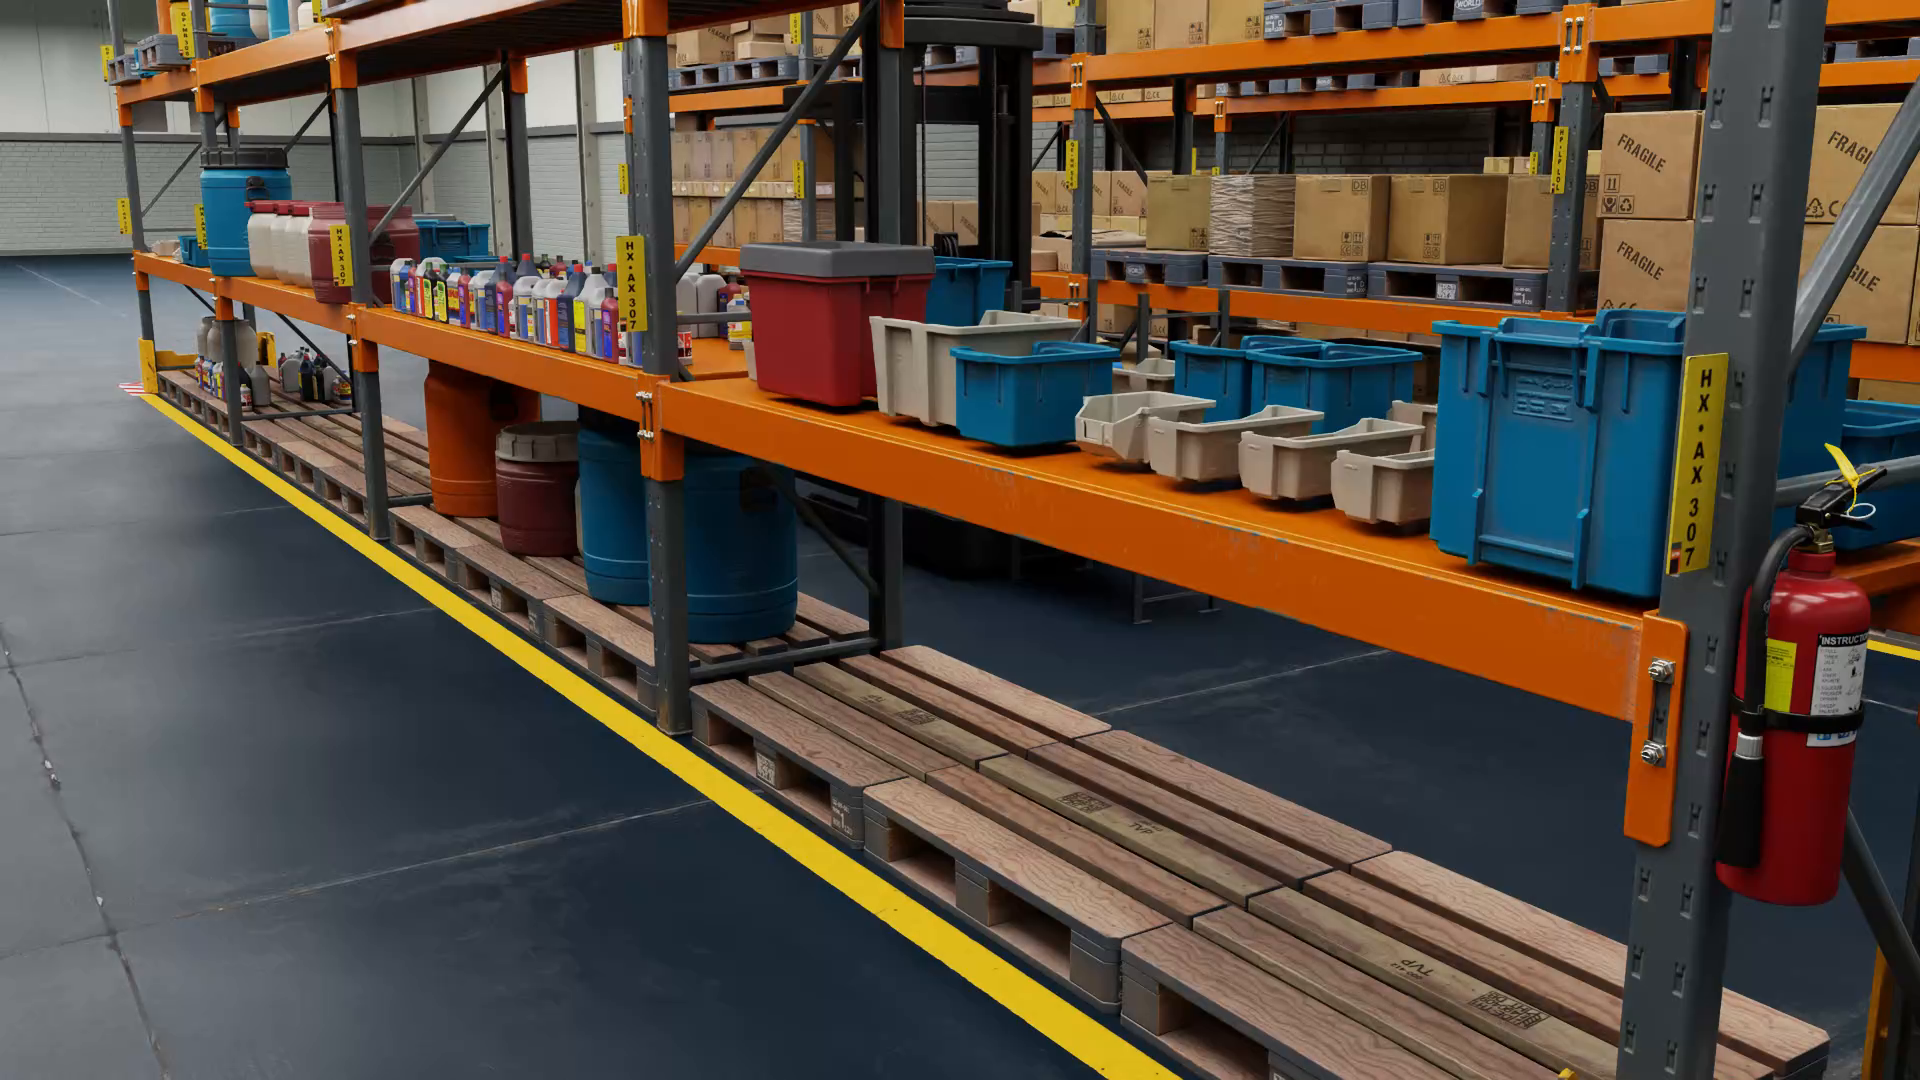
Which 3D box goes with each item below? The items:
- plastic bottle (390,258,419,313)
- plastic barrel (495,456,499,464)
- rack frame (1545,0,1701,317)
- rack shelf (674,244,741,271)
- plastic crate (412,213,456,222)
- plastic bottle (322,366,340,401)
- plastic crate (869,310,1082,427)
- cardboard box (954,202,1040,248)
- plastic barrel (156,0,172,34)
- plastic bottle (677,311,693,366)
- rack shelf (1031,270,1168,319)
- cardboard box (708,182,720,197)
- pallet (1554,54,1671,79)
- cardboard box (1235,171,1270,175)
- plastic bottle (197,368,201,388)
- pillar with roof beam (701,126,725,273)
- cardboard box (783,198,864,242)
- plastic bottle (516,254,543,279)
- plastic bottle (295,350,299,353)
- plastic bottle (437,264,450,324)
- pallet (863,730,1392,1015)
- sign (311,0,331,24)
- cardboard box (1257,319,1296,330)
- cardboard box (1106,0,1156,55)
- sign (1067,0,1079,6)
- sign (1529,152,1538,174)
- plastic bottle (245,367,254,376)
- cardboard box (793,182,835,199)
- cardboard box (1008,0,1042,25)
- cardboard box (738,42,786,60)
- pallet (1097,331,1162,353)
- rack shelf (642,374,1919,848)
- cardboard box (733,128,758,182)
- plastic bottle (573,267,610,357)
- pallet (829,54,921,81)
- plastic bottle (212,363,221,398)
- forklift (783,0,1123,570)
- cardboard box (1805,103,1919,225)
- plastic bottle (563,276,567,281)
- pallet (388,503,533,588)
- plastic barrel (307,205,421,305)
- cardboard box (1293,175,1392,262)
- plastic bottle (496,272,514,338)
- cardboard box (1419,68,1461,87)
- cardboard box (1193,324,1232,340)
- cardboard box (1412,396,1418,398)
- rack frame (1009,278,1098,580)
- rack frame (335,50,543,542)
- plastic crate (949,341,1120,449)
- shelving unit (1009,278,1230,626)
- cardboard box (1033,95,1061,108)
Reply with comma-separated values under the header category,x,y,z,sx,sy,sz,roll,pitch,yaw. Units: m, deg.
category,x,y,z,sx,sy,sz,roll,pitch,yaw
plastic bottle,-2.917,-1.347,8.792,0.152,0.276,0.135,-8,15,-33
plastic barrel,-2.215,-0.338,8.727,0.421,0.512,0.421,0,12,0
rack frame,3.454,-1.397,8.730,1.000,3.000,0.127,-8,15,-33
rack shelf,-2.086,-2.824,16.940,1.077,0.370,4.000,-8,15,-33
plastic crate,-3.528,-1.878,10.778,0.402,0.464,0.583,-8,15,-33
plastic bottle,-5.117,-1.282,13.547,0.152,0.276,0.135,-7,14,-31
plastic crate,0.021,-0.490,4.717,0.437,0.282,0.530,-8,15,-33
cardboard box,0.295,-2.454,13.328,0.500,0.500,0.500,-9,15,-36
plastic barrel,-6.945,-4.755,15.074,0.600,0.830,0.708,-8,15,-33
plastic bottle,-1.065,-0.765,6.302,0.097,0.201,0.097,0,12,0
rack shelf,0.130,-2.113,13.687,1.077,0.370,4.000,-8,15,-33
cardboard box,-2.305,-3.528,16.723,0.380,0.149,0.250,-8,15,-32
pallet,5.761,-3.961,13.872,1.213,0.211,1.003,-7,14,-30
cardboard box,3.057,-3.818,18.350,0.500,0.500,0.500,-9,15,-34
plastic bottle,-6.518,-1.416,14.336,0.097,0.201,0.097,0,12,0
pillar with roof beam,-8.197,-8.652,27.861,9.100,9.000,0.400,-8,15,-33
cardboard box,-1.229,-2.947,15.583,0.700,0.500,0.500,-9,15,-34
plastic bottle,-2.011,-1.150,7.715,0.144,0.351,0.185,-8,15,-33
plastic bottle,-5.858,-1.540,14.713,0.061,0.283,0.133,-8,14,-31
plastic bottle,-2.497,-1.198,8.093,0.061,0.283,0.133,-8,15,-33
pallet,0.448,0.894,4.780,1.003,0.211,1.213,-8,15,-33
sign,-3.342,-2.871,8.692,0.100,0.325,0.005,-8,15,-33
cardboard box,3.565,-2.272,17.551,0.700,0.500,0.500,-8,14,-31
cardboard box,1.508,-3.549,11.316,0.910,0.500,0.500,-8,15,-33
sign,0.771,-3.801,11.305,0.100,0.325,0.005,-8,15,-33
sign,4.913,-3.157,14.251,0.100,0.325,0.005,-8,15,-33
plastic bottle,-5.698,-1.255,13.427,0.152,0.276,0.135,-8,15,-33
cardboard box,-1.307,-3.209,15.261,0.380,0.149,0.250,-8,15,-33
cardboard box,0.634,-3.871,12.389,0.500,0.250,0.500,-8,14,-31
cardboard box,-1.874,-4.618,15.716,0.380,0.149,0.250,-8,15,-33
pallet,2.062,-2.377,19.739,1.003,0.211,1.213,-8,15,-33
rack shelf,0.437,-0.105,4.502,1.077,0.370,4.000,-8,15,-33
cardboard box,-1.787,-3.760,16.262,0.700,0.500,0.500,-8,15,-33
plastic bottle,-1.453,-0.912,6.628,0.144,0.351,0.185,-8,15,-33
pallet,-0.479,-4.037,14.226,0.805,0.209,1.217,-9,15,-35
plastic bottle,-6.073,-1.320,13.723,0.152,0.276,0.135,-8,15,-32
forklift,-0.323,-1.546,9.571,1.130,2.935,3.031,-7,14,-30
cardboard box,4.052,-1.634,7.239,0.500,0.500,0.500,-9,15,-34
plastic bottle,-2.078,-1.324,8.858,0.097,0.201,0.097,0,12,0
pallet,-2.416,-0.026,8.984,1.003,0.211,1.213,-8,15,-33
plastic barrel,-3.397,-1.636,9.504,0.600,0.536,0.708,-8,15,-33
cardboard box,2.424,-1.958,10.078,0.500,0.500,0.700,11,16,41
plastic bottle,-2.010,-1.042,7.379,0.061,0.283,0.133,-8,15,-33
cardboard box,4.719,-4.463,15.438,0.797,0.503,0.637,-6,14,-25
cardboard box,2.822,-2.330,18.595,0.380,0.166,0.250,-11,16,-40
cardboard box,2.398,-0.623,10.011,0.500,0.500,0.500,-8,15,-32
rack frame,0.471,-0.558,8.405,0.500,1.500,0.032,-7,14,-30
rack frame,-2.888,-1.523,9.305,1.000,3.000,0.127,-8,15,-33
plastic crate,0.193,-0.383,4.342,0.416,0.233,0.300,-8,15,-33
shelving unit,0.735,-0.466,7.980,0.538,1.500,1.048,-7,14,-30
cardboard box,1.172,-5.454,19.977,0.500,0.500,0.500,-7,14,-29
